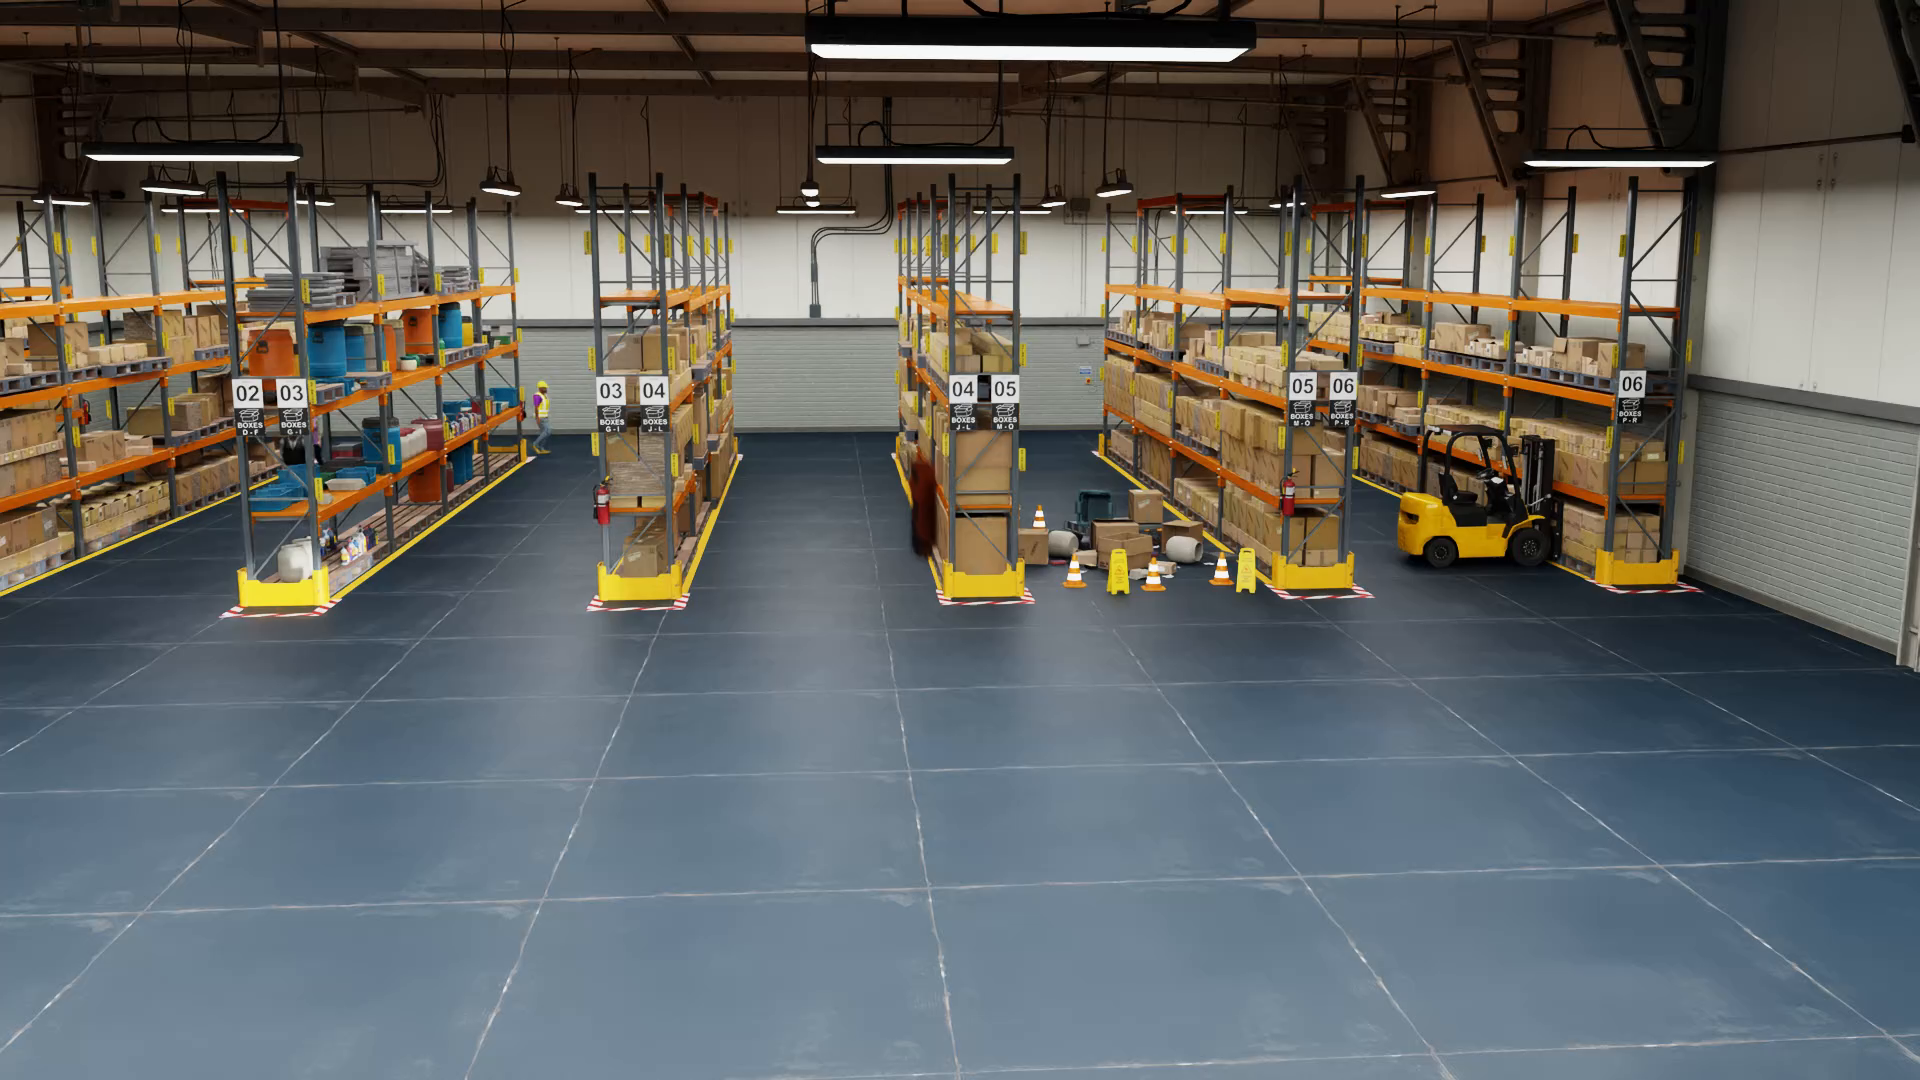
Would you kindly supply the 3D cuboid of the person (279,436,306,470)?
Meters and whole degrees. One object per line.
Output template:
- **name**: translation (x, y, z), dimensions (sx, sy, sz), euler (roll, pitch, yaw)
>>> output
- **person**: translation (-12.682, -1.402, 31.783), dimensions (0.548, 1.679, 0.948), euler (-1, 10, -8)

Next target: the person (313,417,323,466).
- **person**: translation (-14.081, -2.108, 36.103), dimensions (0.447, 1.524, 0.972), euler (-1, 10, -6)

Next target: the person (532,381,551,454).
- **person**: translation (-10.164, -2.967, 40.324), dimensions (0.479, 1.764, 0.599), euler (-2, 10, -9)
